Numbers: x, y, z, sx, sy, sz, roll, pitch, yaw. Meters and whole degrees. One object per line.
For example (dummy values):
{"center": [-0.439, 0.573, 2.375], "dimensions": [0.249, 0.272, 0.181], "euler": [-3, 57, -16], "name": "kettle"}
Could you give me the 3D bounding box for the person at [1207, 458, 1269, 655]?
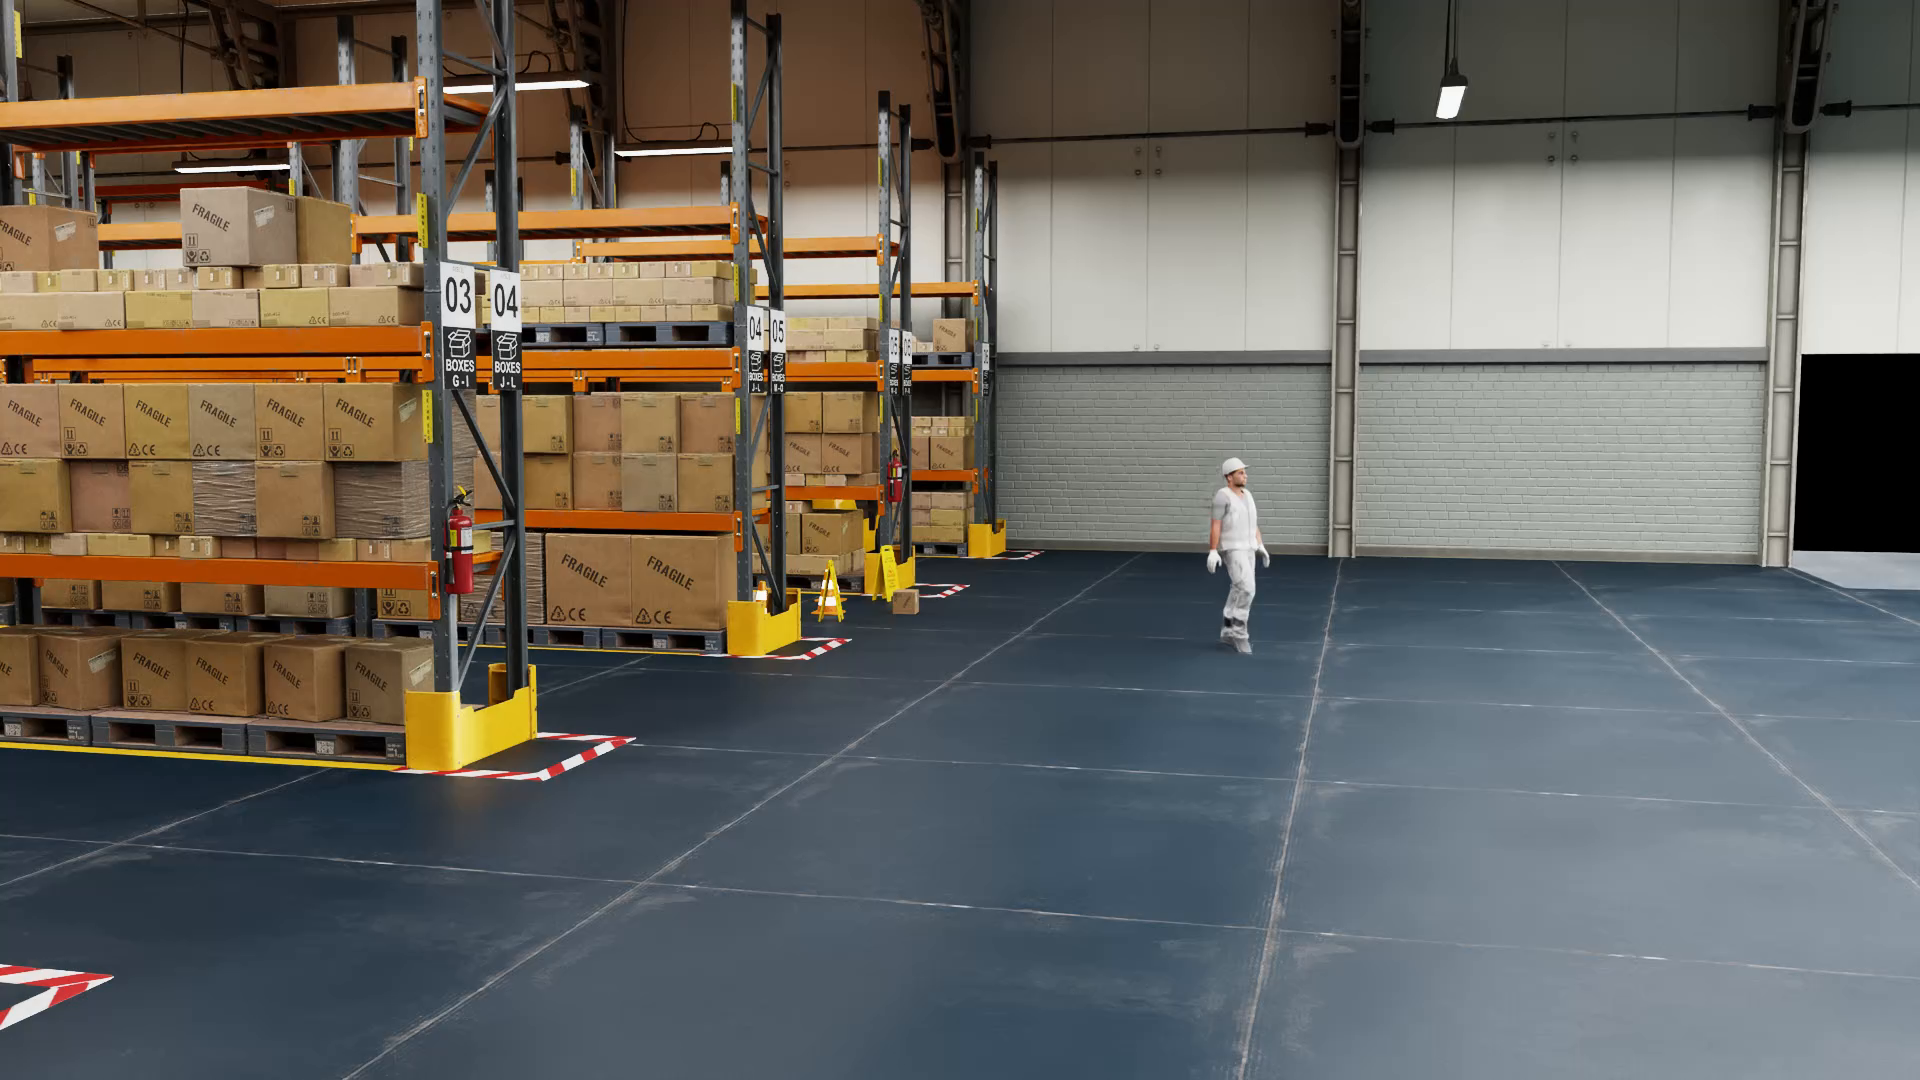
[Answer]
{"center": [2.619, 0.155, 15.539], "dimensions": [0.590, 1.841, 0.513], "euler": [-4, 7, -43], "name": "person"}
